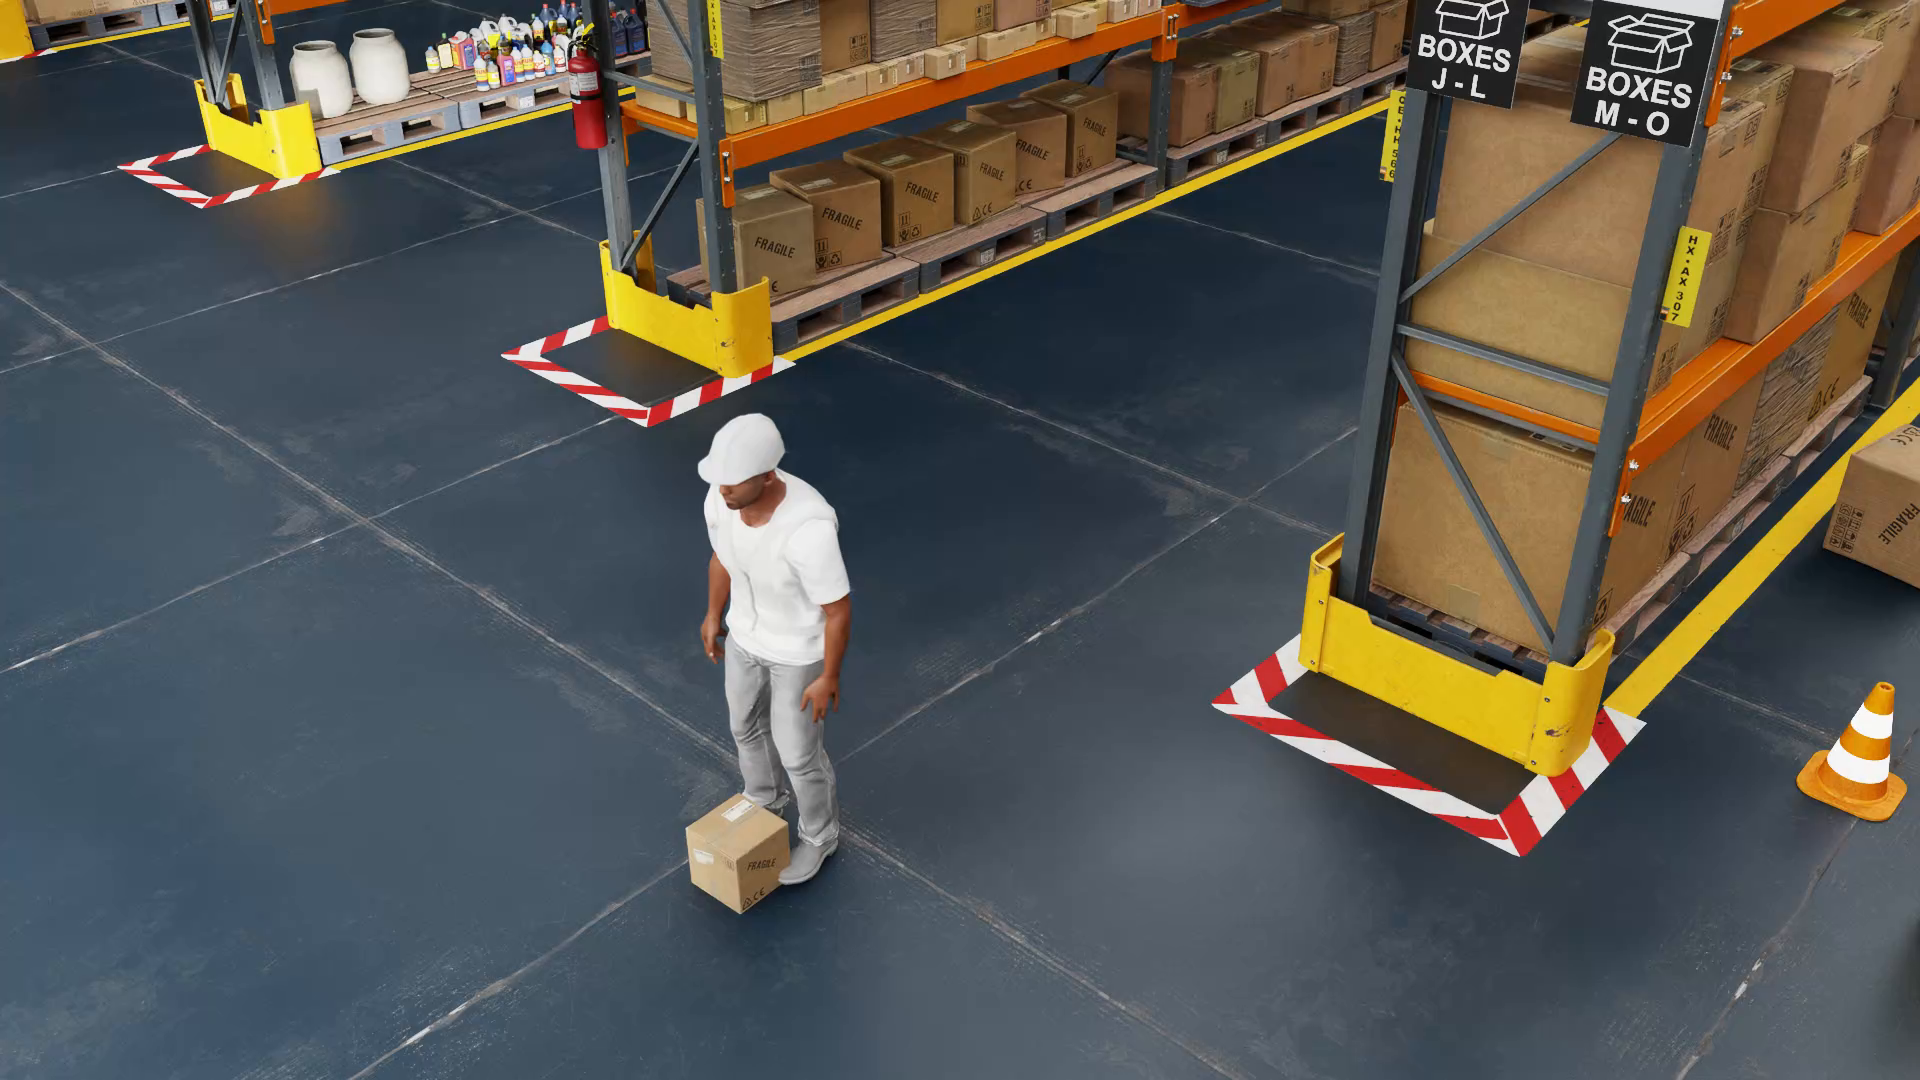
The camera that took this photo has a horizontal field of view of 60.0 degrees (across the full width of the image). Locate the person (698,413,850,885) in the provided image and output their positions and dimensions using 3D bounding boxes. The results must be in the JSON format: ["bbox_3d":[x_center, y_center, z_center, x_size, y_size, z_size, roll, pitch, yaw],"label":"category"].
[{"bbox_3d":[-0.625,0.350,5.536,0.626,1.761,0.458,25,39,35],"label":"person"}]
